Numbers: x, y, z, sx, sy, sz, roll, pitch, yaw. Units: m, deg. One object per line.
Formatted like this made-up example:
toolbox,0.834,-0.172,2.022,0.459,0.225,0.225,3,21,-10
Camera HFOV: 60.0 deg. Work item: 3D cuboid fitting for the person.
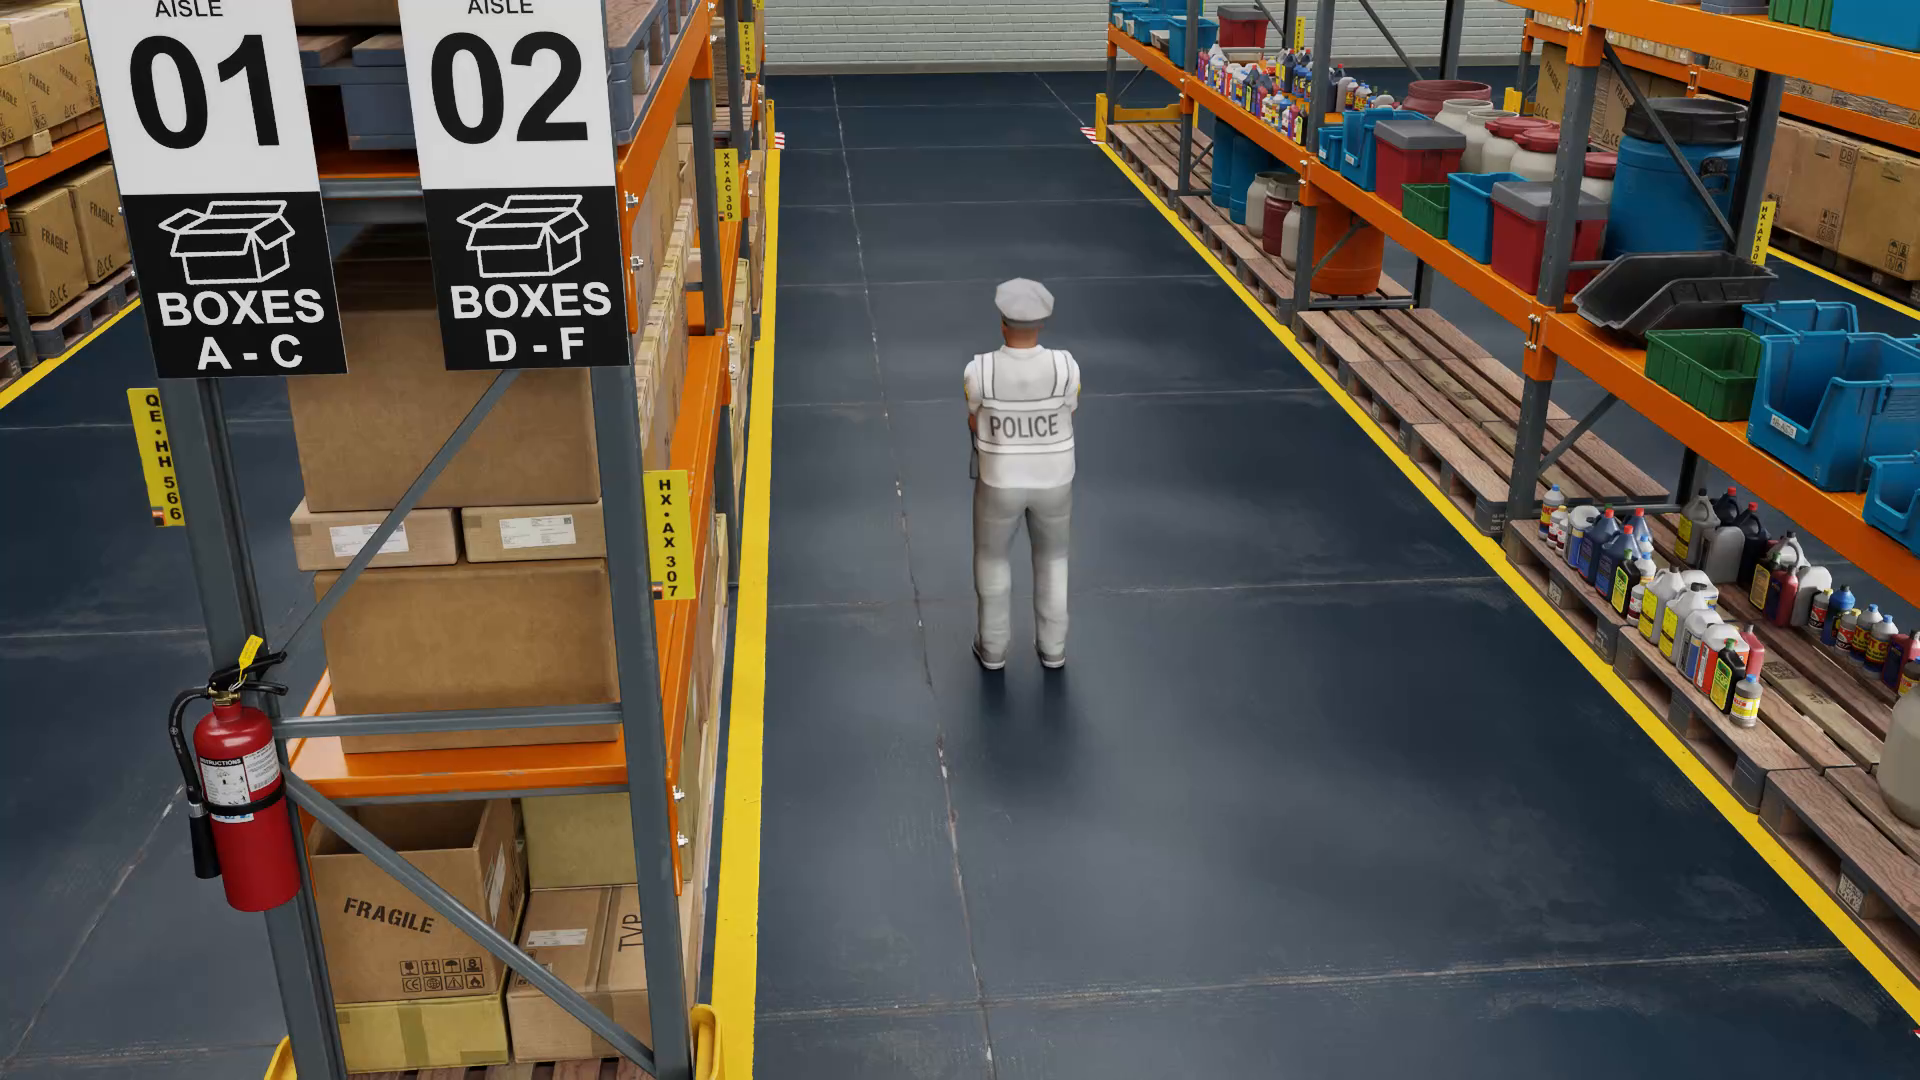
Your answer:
person,0.252,-0.301,7.258,0.494,1.767,0.573,-2,24,-4
